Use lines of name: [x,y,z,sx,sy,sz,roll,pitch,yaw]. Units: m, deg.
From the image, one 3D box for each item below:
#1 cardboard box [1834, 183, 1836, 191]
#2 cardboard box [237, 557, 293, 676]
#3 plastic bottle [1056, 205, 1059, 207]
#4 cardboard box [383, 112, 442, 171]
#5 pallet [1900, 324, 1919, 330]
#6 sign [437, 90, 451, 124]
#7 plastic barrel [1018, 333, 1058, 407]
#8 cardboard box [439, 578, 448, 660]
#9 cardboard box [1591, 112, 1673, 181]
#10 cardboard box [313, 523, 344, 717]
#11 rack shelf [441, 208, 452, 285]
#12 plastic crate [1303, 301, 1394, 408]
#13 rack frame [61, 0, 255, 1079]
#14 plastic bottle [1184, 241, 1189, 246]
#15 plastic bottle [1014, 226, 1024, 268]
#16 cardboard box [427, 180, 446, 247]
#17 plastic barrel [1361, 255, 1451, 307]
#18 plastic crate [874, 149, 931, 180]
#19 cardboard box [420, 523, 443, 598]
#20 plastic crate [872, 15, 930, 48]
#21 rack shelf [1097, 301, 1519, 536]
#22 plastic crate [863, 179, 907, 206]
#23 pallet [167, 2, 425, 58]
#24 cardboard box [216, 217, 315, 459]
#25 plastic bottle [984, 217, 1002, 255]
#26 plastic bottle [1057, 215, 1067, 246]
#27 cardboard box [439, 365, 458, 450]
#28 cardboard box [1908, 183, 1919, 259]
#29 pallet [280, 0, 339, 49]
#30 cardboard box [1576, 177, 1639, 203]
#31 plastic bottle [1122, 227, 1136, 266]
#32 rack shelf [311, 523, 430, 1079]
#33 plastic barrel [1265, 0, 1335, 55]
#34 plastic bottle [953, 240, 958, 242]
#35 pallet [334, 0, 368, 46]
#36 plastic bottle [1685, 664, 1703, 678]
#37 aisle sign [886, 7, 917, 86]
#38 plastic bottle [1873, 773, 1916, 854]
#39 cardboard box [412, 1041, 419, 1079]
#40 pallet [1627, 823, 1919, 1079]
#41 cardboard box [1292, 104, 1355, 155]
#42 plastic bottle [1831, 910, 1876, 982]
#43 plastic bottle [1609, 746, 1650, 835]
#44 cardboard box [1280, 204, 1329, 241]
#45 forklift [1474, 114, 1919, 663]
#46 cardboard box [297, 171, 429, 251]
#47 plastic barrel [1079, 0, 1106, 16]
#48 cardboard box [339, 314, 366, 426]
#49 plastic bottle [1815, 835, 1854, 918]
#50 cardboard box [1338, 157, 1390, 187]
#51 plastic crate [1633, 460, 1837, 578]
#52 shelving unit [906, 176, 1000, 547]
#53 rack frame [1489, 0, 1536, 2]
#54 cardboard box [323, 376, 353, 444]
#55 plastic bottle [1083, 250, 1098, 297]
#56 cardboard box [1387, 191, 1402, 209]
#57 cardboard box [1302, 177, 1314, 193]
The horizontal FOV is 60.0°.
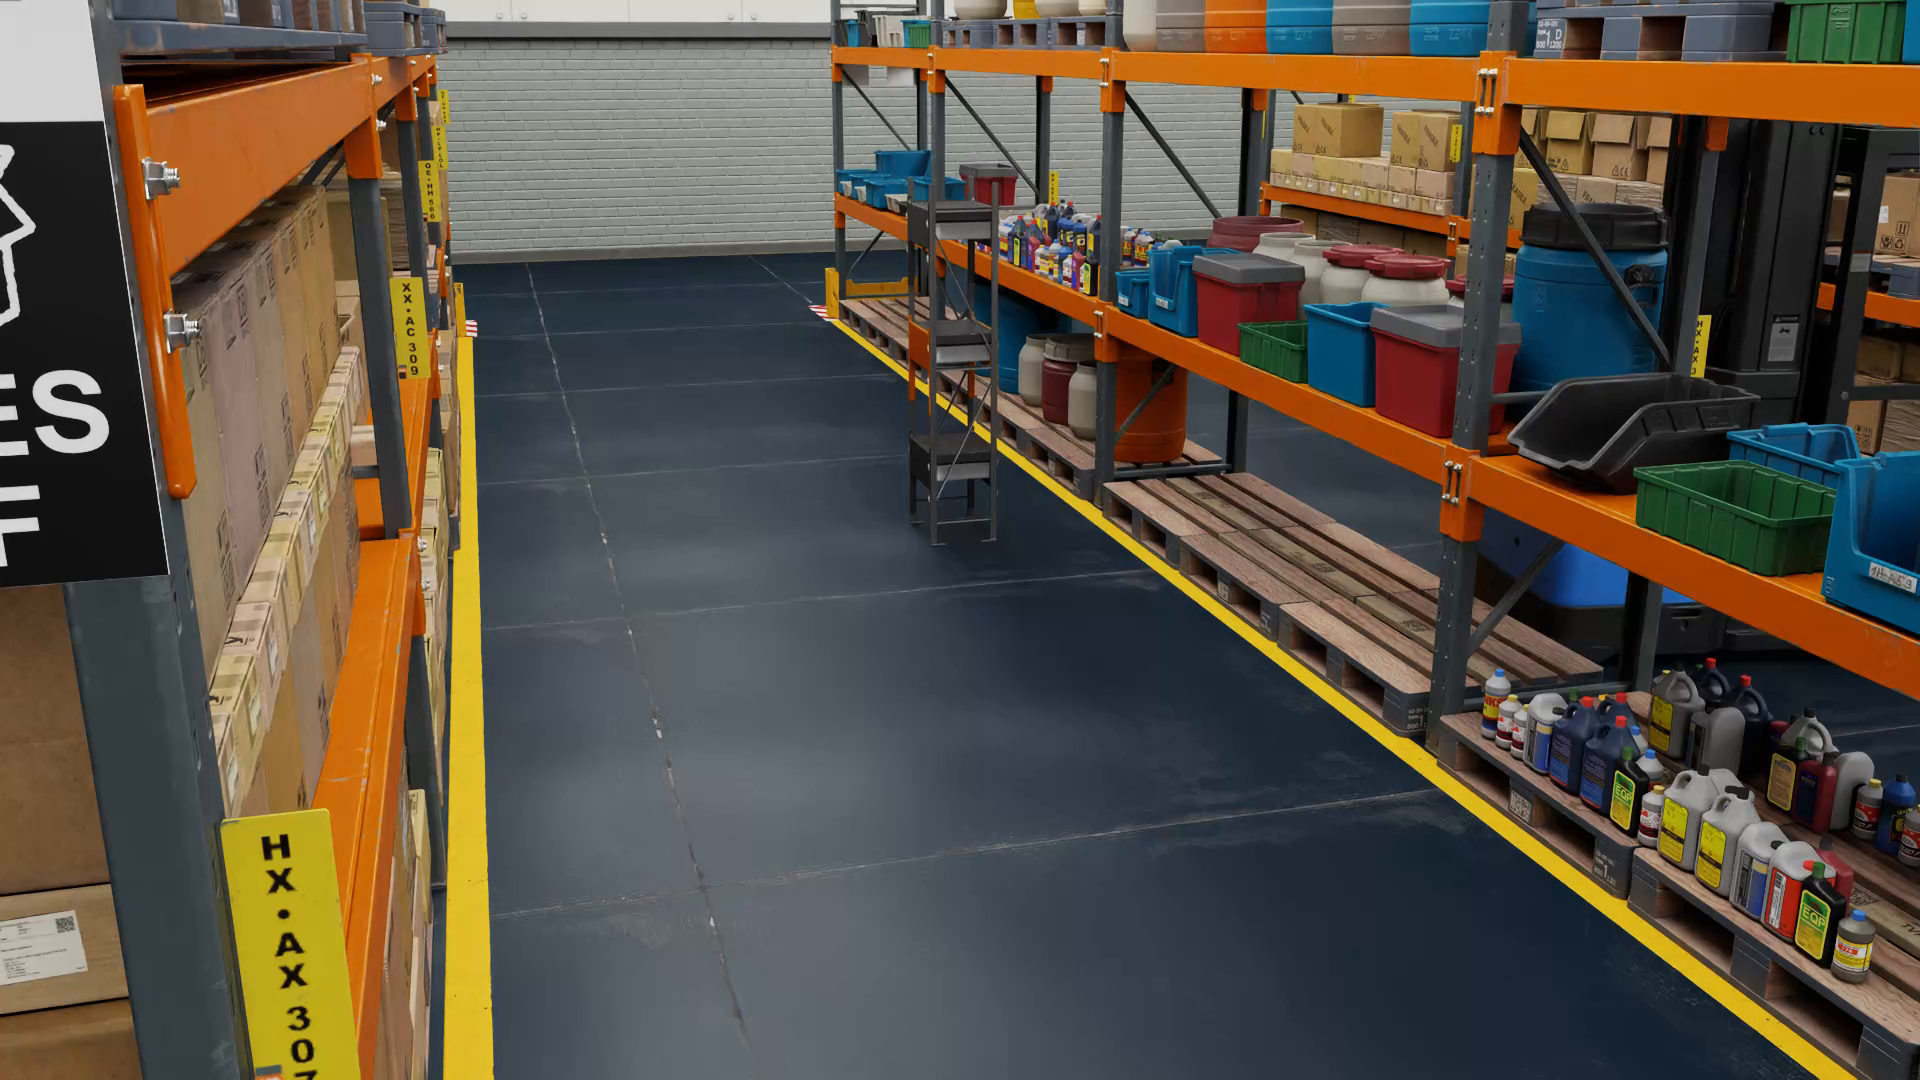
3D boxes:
cardboard box: [9.317,-3.703,17.504,0.380,0.149,0.250,-5,17,-17]
cardboard box: [-1.394,0.151,2.935,0.380,0.149,0.250,-5,18,-17]
plastic bottle: [0.784,-2.590,13.563,0.061,0.283,0.133,-5,17,-15]
cardboard box: [-4.507,-3.221,13.549,0.500,0.500,0.500,-5,18,-17]
pallet: [10.032,-1.995,16.225,1.003,0.211,1.213,-5,17,-15]
sign: [-5.066,-4.250,16.323,0.100,0.325,0.005,-5,17,-15]
plastic barrel: [0.655,-1.288,12.621,0.421,0.512,0.421,0,17,0]
cardboard box: [-2.603,0.373,7.545,0.500,0.250,0.500,-4,17,-14]
cardboard box: [5.567,-3.172,13.380,0.797,0.503,0.637,-4,17,-13]
cardboard box: [-1.894,0.173,3.989,0.700,0.500,0.500,-4,17,-14]
rack shelf: [-5.056,-2.608,14.670,1.077,0.370,4.000,-5,17,-15]
plastic crate: [1.854,-0.850,7.594,0.392,0.384,0.575,-5,17,-15]
rack frame: [-1.211,0.921,1.673,0.949,2.616,0.053,-5,17,-15]
plastic bottle: [1.502,-1.867,11.156,0.061,0.283,0.133,-5,17,-15]
plastic bottle: [0.434,-2.110,11.964,0.061,0.283,0.133,-5,17,-15]
cardboard box: [-4.384,-2.609,13.251,0.500,0.500,0.500,-4,17,-14]
plastic barrel: [2.203,-1.127,8.253,0.433,0.535,0.433,0,17,0]
plastic crate: [-0.570,-3.864,17.435,0.616,0.435,0.499,-5,17,-15]
cardboard box: [-2.605,0.102,7.473,0.500,0.311,0.500,-4,17,-14]
plastic crate: [-0.529,-4.638,15.171,0.437,0.282,0.530,-5,17,-15]
rack shelf: [1.907,-0.785,8.603,1.077,0.370,4.000,-5,17,-15]
plastic crate: [-0.728,-3.386,16.197,0.416,0.233,0.300,-5,17,-15]
pallet: [-2.824,-2.149,7.006,1.003,0.211,1.213,-4,17,-13]
cardboard box: [-1.902,-0.455,3.823,0.700,0.500,0.500,-5,17,-15]
plastic bottle: [0.273,-2.316,12.663,0.152,0.276,0.135,-5,17,-15]
plastic bottle: [0.801,-2.389,12.914,0.097,0.271,0.097,0,17,0]
cardboard box: [-3.688,-0.882,11.255,0.500,0.500,0.500,-5,18,-17]
cardboard box: [6.556,-2.031,10.596,0.700,0.500,0.500,-2,17,-7]
pallet: [-1.716,-1.010,3.039,1.003,0.211,1.213,-5,17,-15]
cardboard box: [5.329,-2.662,13.426,0.500,0.500,0.500,-4,17,-14]
plastic bottle: [1.226,-2.120,12.021,0.097,0.271,0.097,0,17,0]
rack shelf: [-1.758,0.712,3.619,1.077,0.370,4.000,-5,17,-15]
plastic barrel: [1.748,-2.739,7.770,0.600,0.901,0.708,-5,17,-15]
plastic bottle: [-0.015,-2.562,13.469,0.061,0.283,0.133,-5,17,-15]
pallet: [-2.048,-1.346,4.160,1.003,0.211,1.213,-5,17,-15]
plastic bottle: [2.906,0.621,6.629,0.061,0.283,0.133,-4,17,-12]
aisle sign: [-0.580,-5.184,17.477,0.394,0.787,0.004,-5,17,-15]
plastic bottle: [3.180,0.921,5.650,0.097,0.271,0.097,0,17,0]
cardboard box: [-1.552,1.455,3.943,0.500,0.250,0.500,-5,17,-15]
pallet: [2.940,1.286,5.304,1.003,0.211,1.213,-5,17,-15]
cardboard box: [3.930,-4.425,17.909,0.500,0.500,0.500,-5,17,-17]
plastic bottle: [2.629,1.186,4.889,0.097,0.201,0.097,0,17,0]
plastic bottle: [2.336,0.871,5.796,0.061,0.283,0.133,-4,17,-13]
cardboard box: [4.174,-3.300,18.689,0.875,0.875,0.875,-5,17,-15]
forklift: [4.232,-0.981,8.125,3.031,2.935,1.130,-2,17,-6]
cardboard box: [-3.961,-2.164,11.039,0.700,0.500,0.500,-10,19,-29]
plastic barrel: [0.921,-3.540,10.818,0.301,0.262,0.301,0,17,0]
cardboard box: [-2.648,-0.593,6.540,0.500,0.500,0.500,-3,17,-11]
plastic bottle: [2.689,1.066,5.146,0.061,0.283,0.133,-5,17,-15]
cardboard box: [4.225,-3.778,17.058,0.500,0.250,0.500,-5,17,-16]
plastic crate: [2.558,-0.077,5.364,0.450,0.188,0.662,-5,17,-15]
shelving unit: [-0.045,-1.051,9.802,0.431,2.100,0.503,-5,17,-15]
rack frame: [2.456,-3.450,5.795,1.000,3.000,0.127,-5,17,-15]
cardboard box: [-1.886,-0.346,4.587,0.380,0.149,0.250,-5,17,-17]
plastic bottle: [0.836,-1.705,10.618,0.061,0.283,0.133,-5,17,-15]
cardboard box: [4.409,-3.333,16.269,0.380,0.149,0.250,-4,17,-14]
cardboard box: [3.916,-3.829,17.923,0.380,0.149,0.250,-5,17,-16]
